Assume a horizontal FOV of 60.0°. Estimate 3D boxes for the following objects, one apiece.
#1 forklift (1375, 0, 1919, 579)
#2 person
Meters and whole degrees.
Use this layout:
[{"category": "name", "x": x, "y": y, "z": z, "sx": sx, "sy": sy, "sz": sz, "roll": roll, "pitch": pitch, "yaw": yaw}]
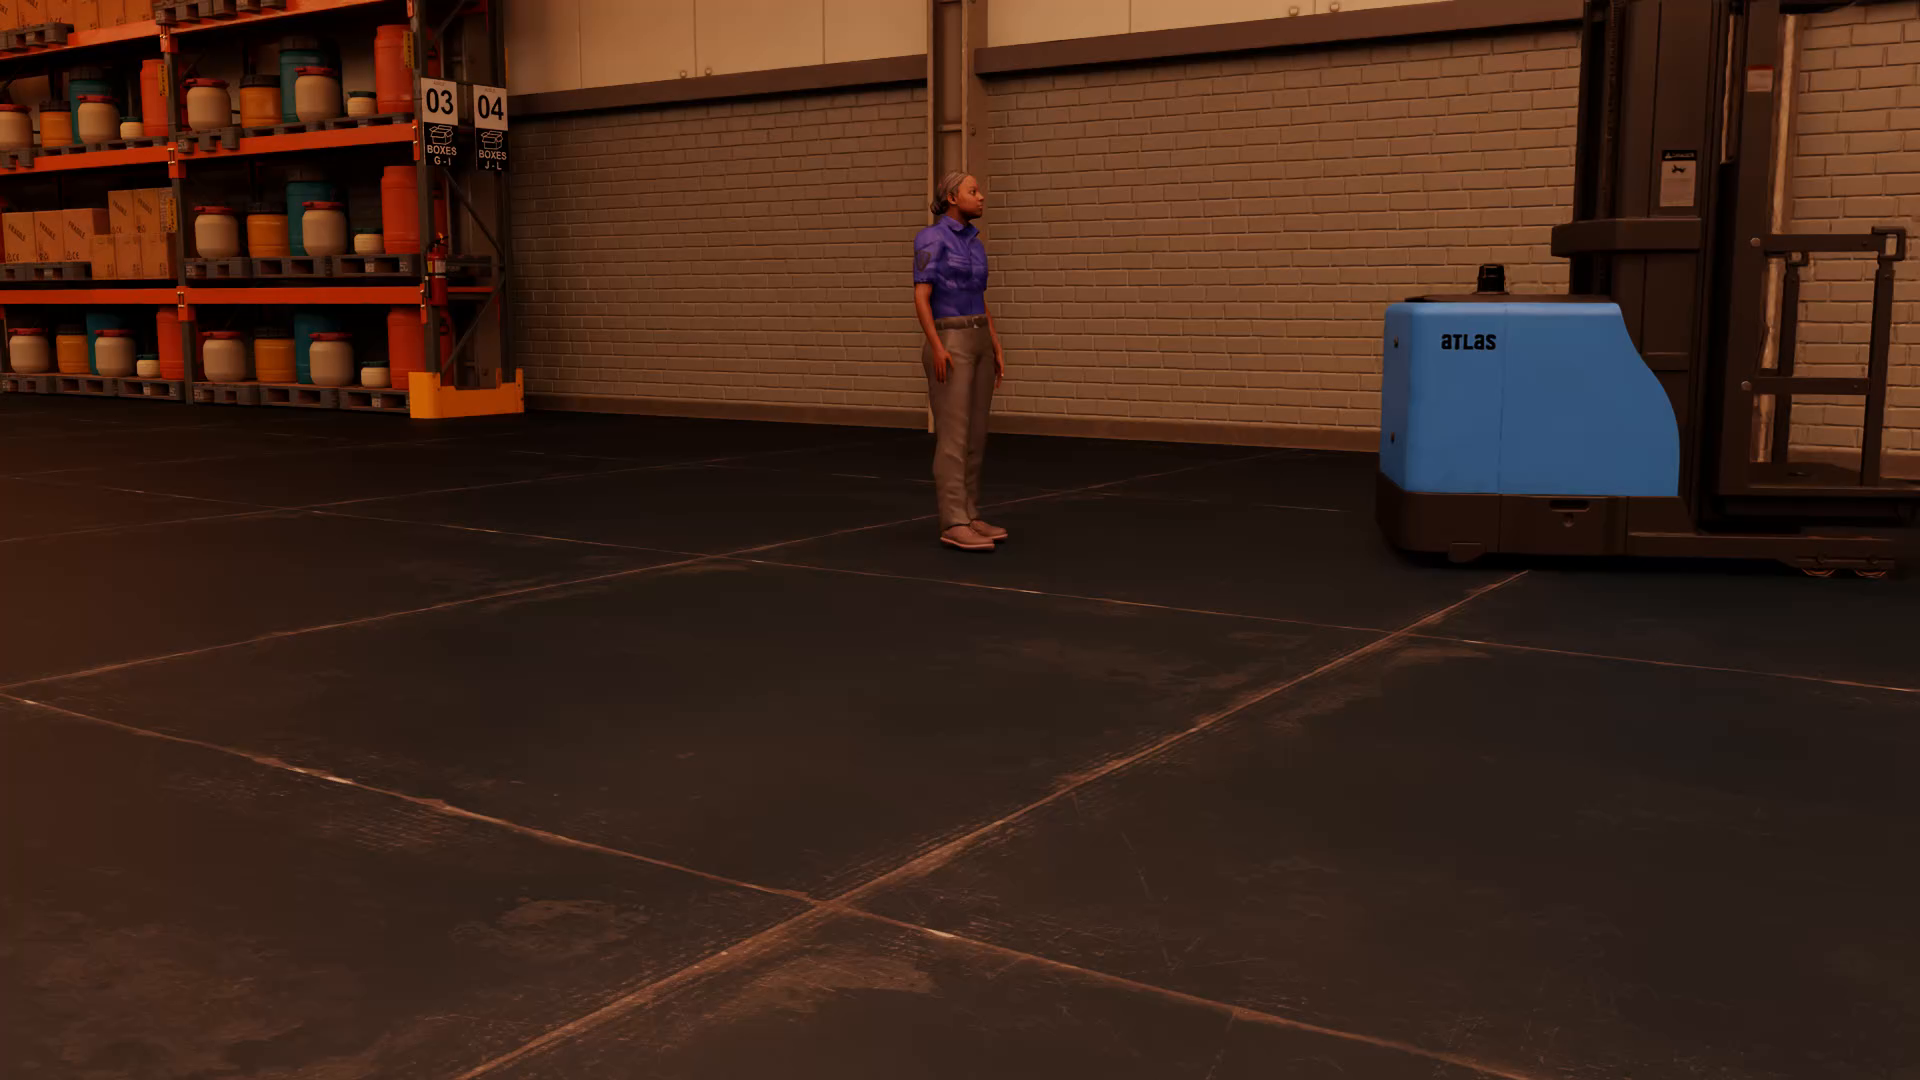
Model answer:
[{"category": "forklift", "x": 3.366, "y": -1.379, "z": 6.888, "sx": 3.031, "sy": 2.935, "sz": 1.130, "roll": 1, "pitch": 8, "yaw": 7}, {"category": "person", "x": 0.061, "y": -0.811, "z": 7.422, "sx": 0.504, "sy": 1.642, "sz": 0.570, "roll": 5, "pitch": 10, "yaw": 34}]
